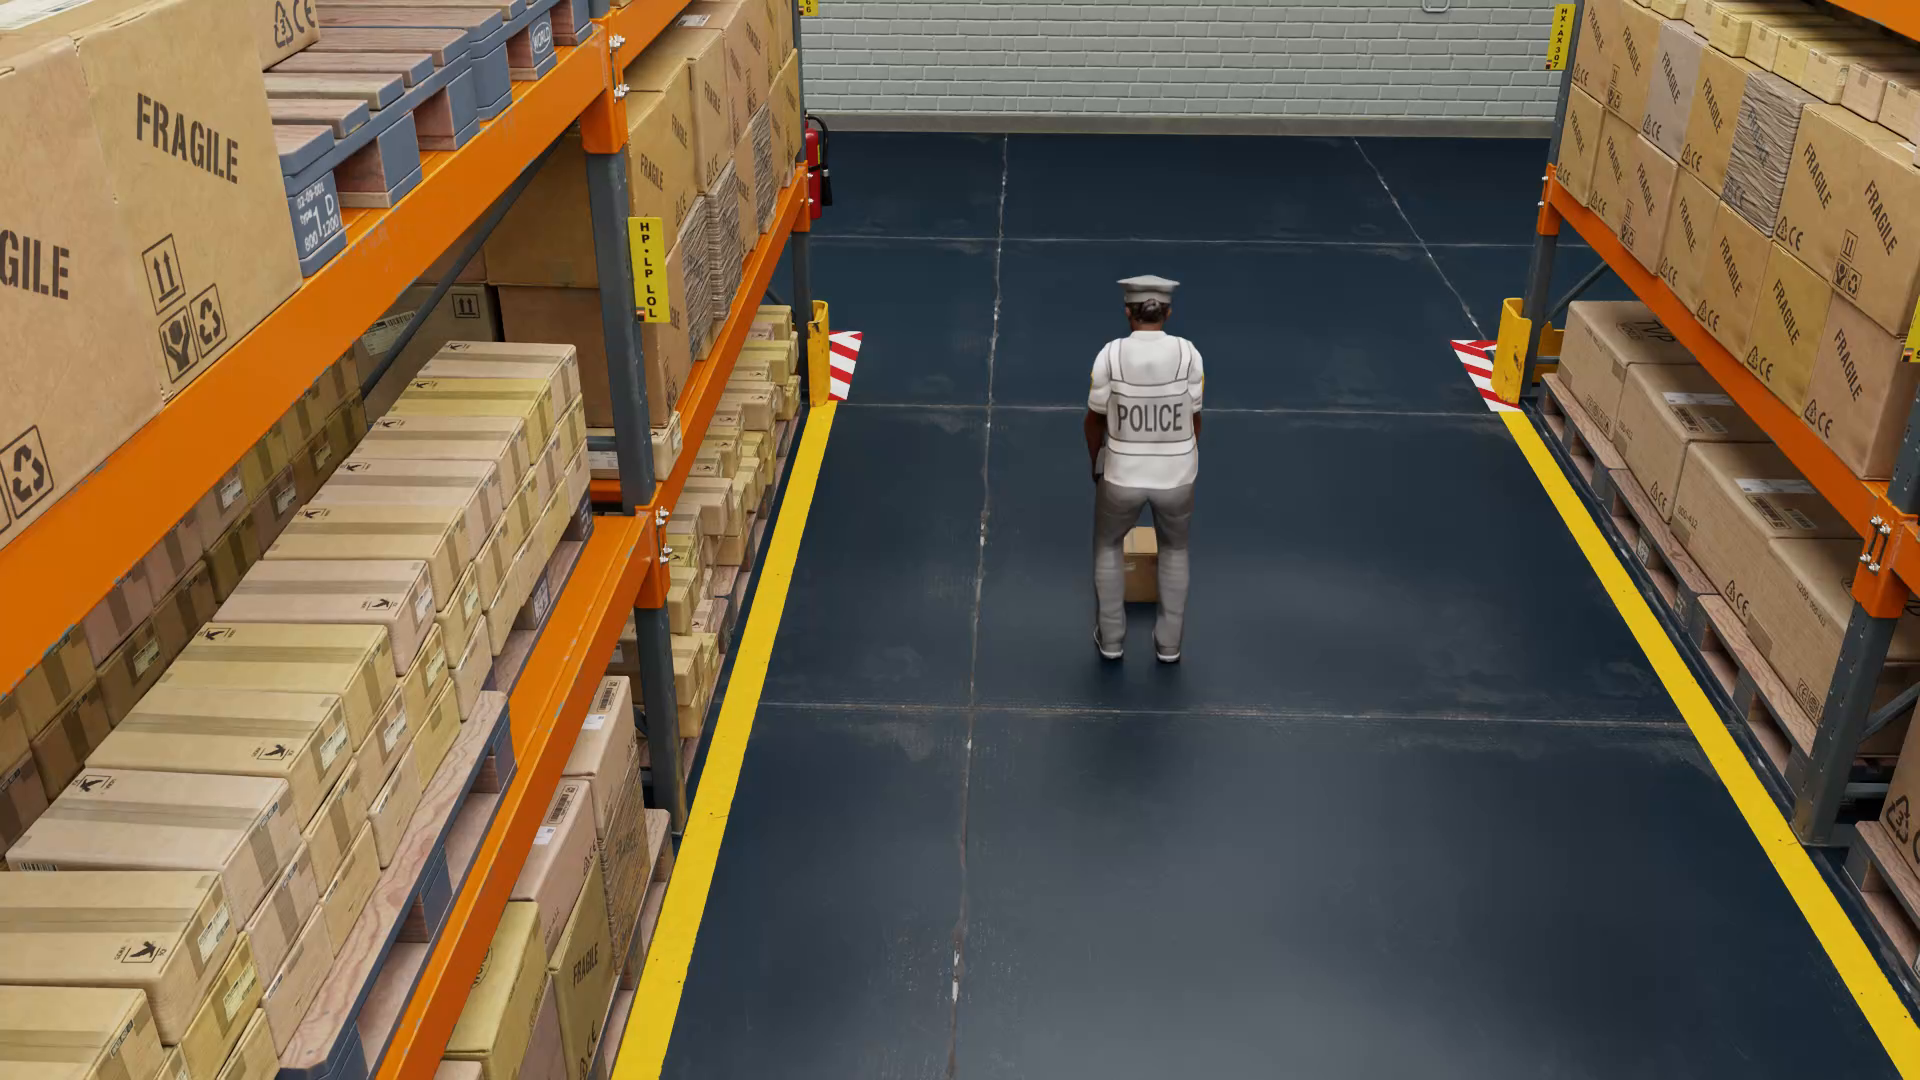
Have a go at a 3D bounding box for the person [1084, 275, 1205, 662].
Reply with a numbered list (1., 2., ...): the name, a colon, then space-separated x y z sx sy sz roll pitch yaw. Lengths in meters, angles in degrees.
1. person: 0.722 -0.262 6.678 0.461 1.615 0.460 2 28 3
